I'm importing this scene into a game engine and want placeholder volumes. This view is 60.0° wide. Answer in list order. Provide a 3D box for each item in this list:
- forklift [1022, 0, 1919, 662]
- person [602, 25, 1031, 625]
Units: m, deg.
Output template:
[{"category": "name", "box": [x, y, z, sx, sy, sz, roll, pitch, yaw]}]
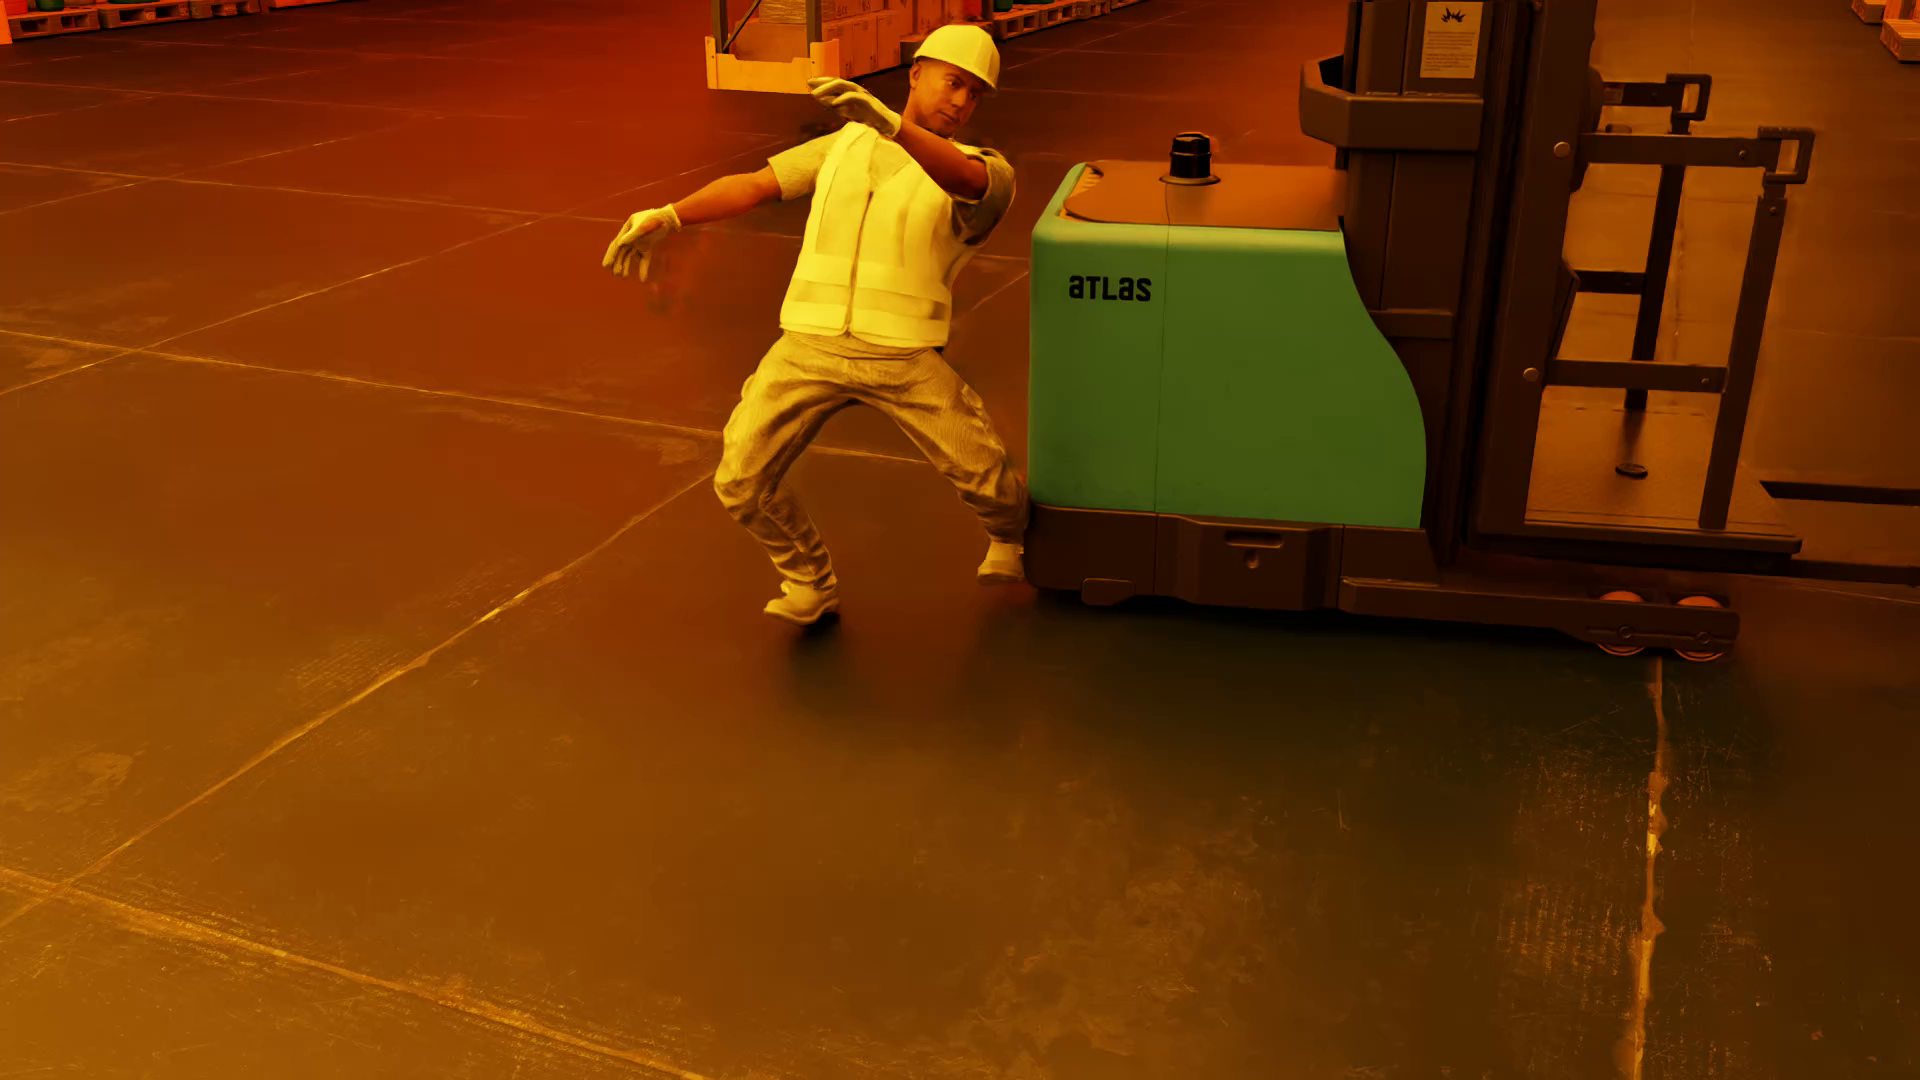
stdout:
[{"category": "forklift", "box": [1.737, -1.257, 4.300, 3.031, 2.935, 1.130, 4, 23, 9]}, {"category": "person", "box": [-0.348, -0.492, 4.242, 1.079, 1.538, 0.782, 3, 23, 8]}]
